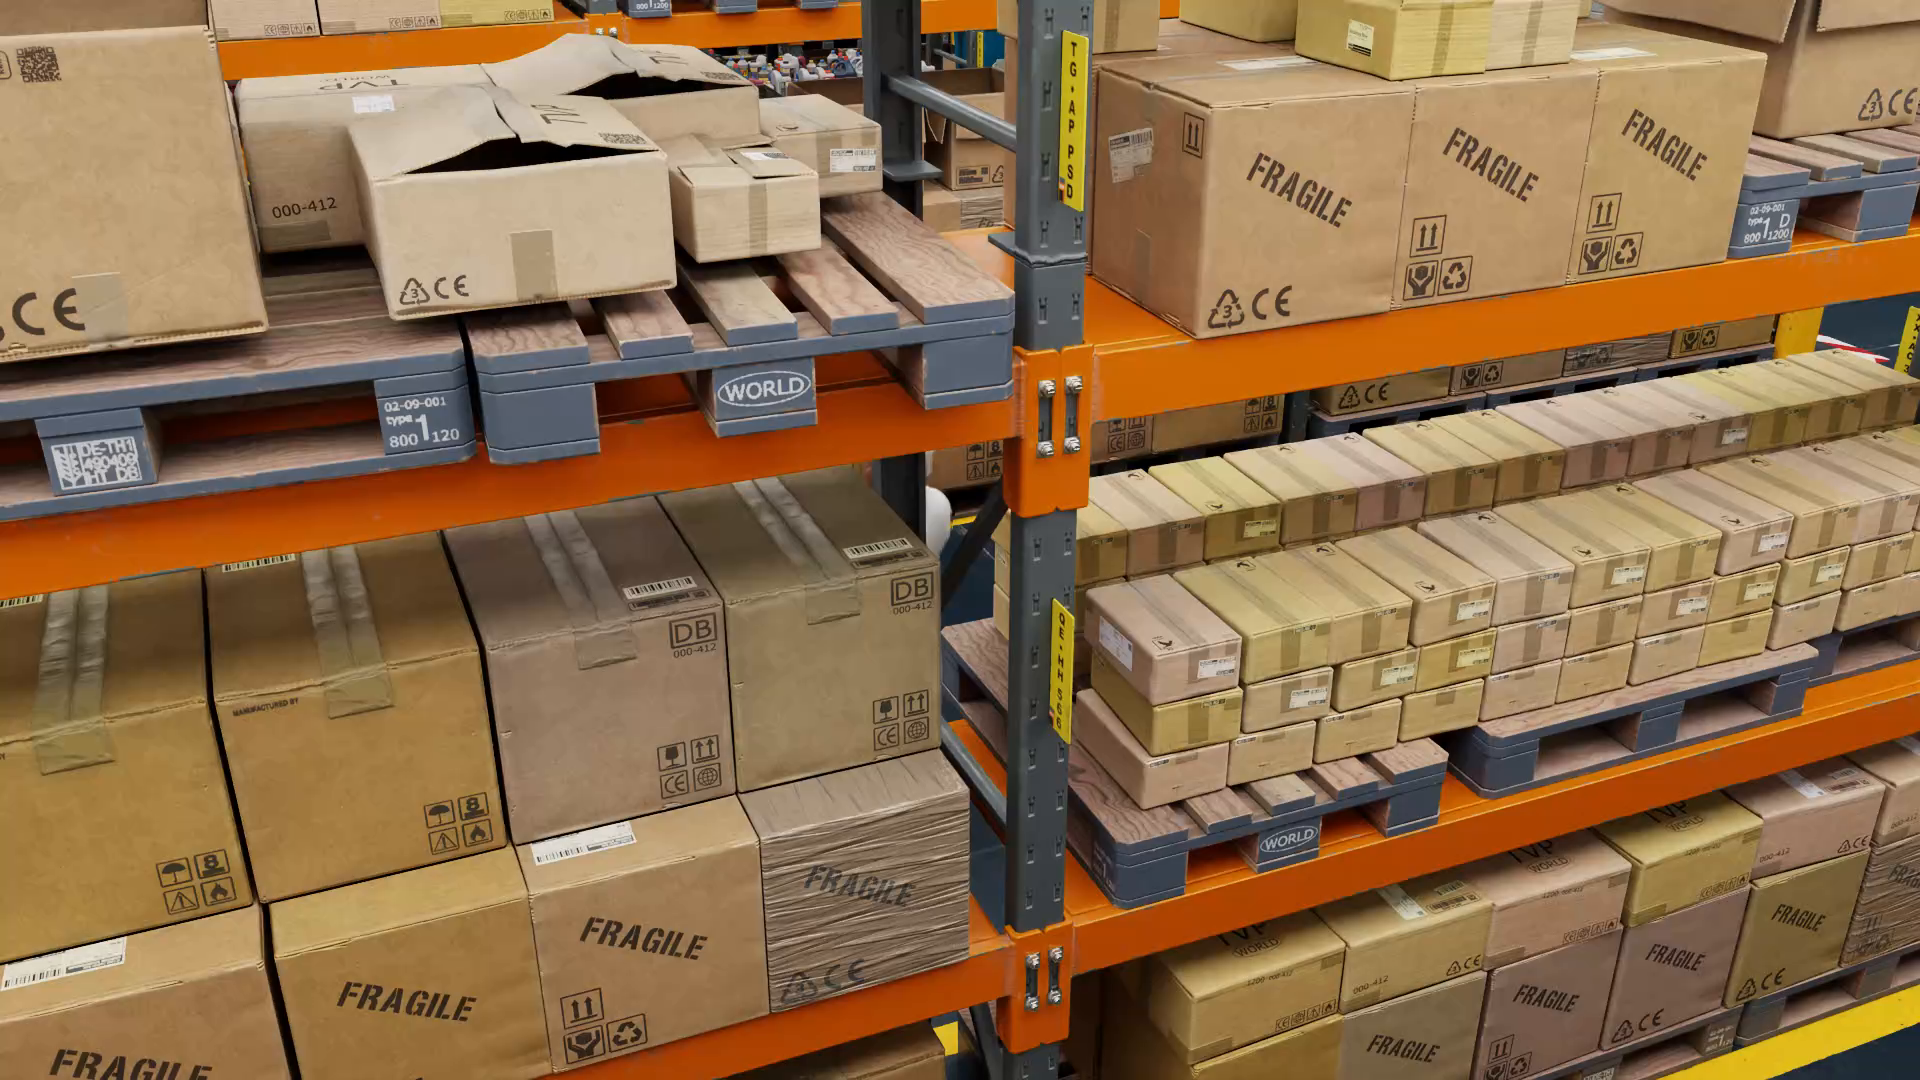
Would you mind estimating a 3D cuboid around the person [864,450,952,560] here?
[{"bbox_3d":[-0.344,0.379,6.282,0.551,1.771,0.553,9,27,18],"label":"person"}]
